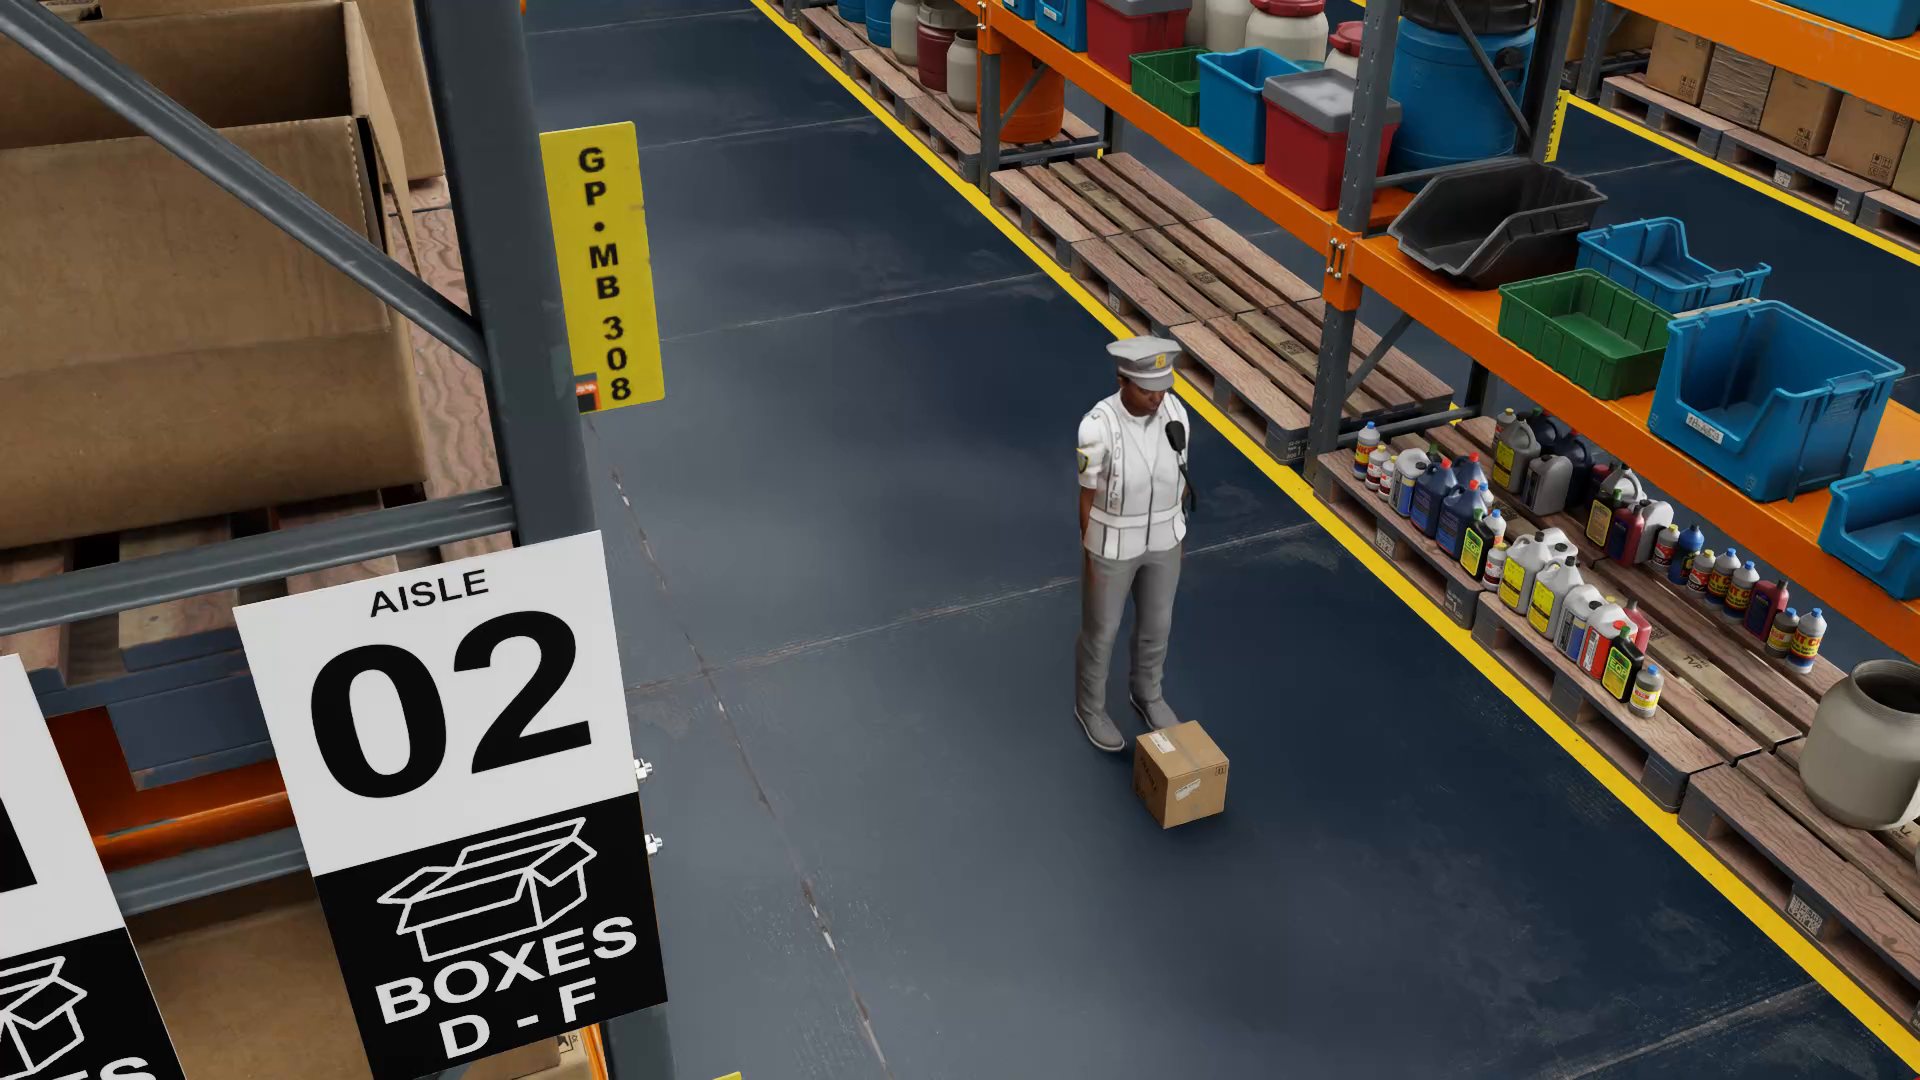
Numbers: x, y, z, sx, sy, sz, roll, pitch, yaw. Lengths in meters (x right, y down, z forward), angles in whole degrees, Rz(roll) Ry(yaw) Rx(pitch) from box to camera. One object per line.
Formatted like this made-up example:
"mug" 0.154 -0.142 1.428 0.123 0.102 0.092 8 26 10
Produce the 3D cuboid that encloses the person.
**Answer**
"person" 0.682 0.156 6.141 0.495 1.414 0.690 -13 36 -18
